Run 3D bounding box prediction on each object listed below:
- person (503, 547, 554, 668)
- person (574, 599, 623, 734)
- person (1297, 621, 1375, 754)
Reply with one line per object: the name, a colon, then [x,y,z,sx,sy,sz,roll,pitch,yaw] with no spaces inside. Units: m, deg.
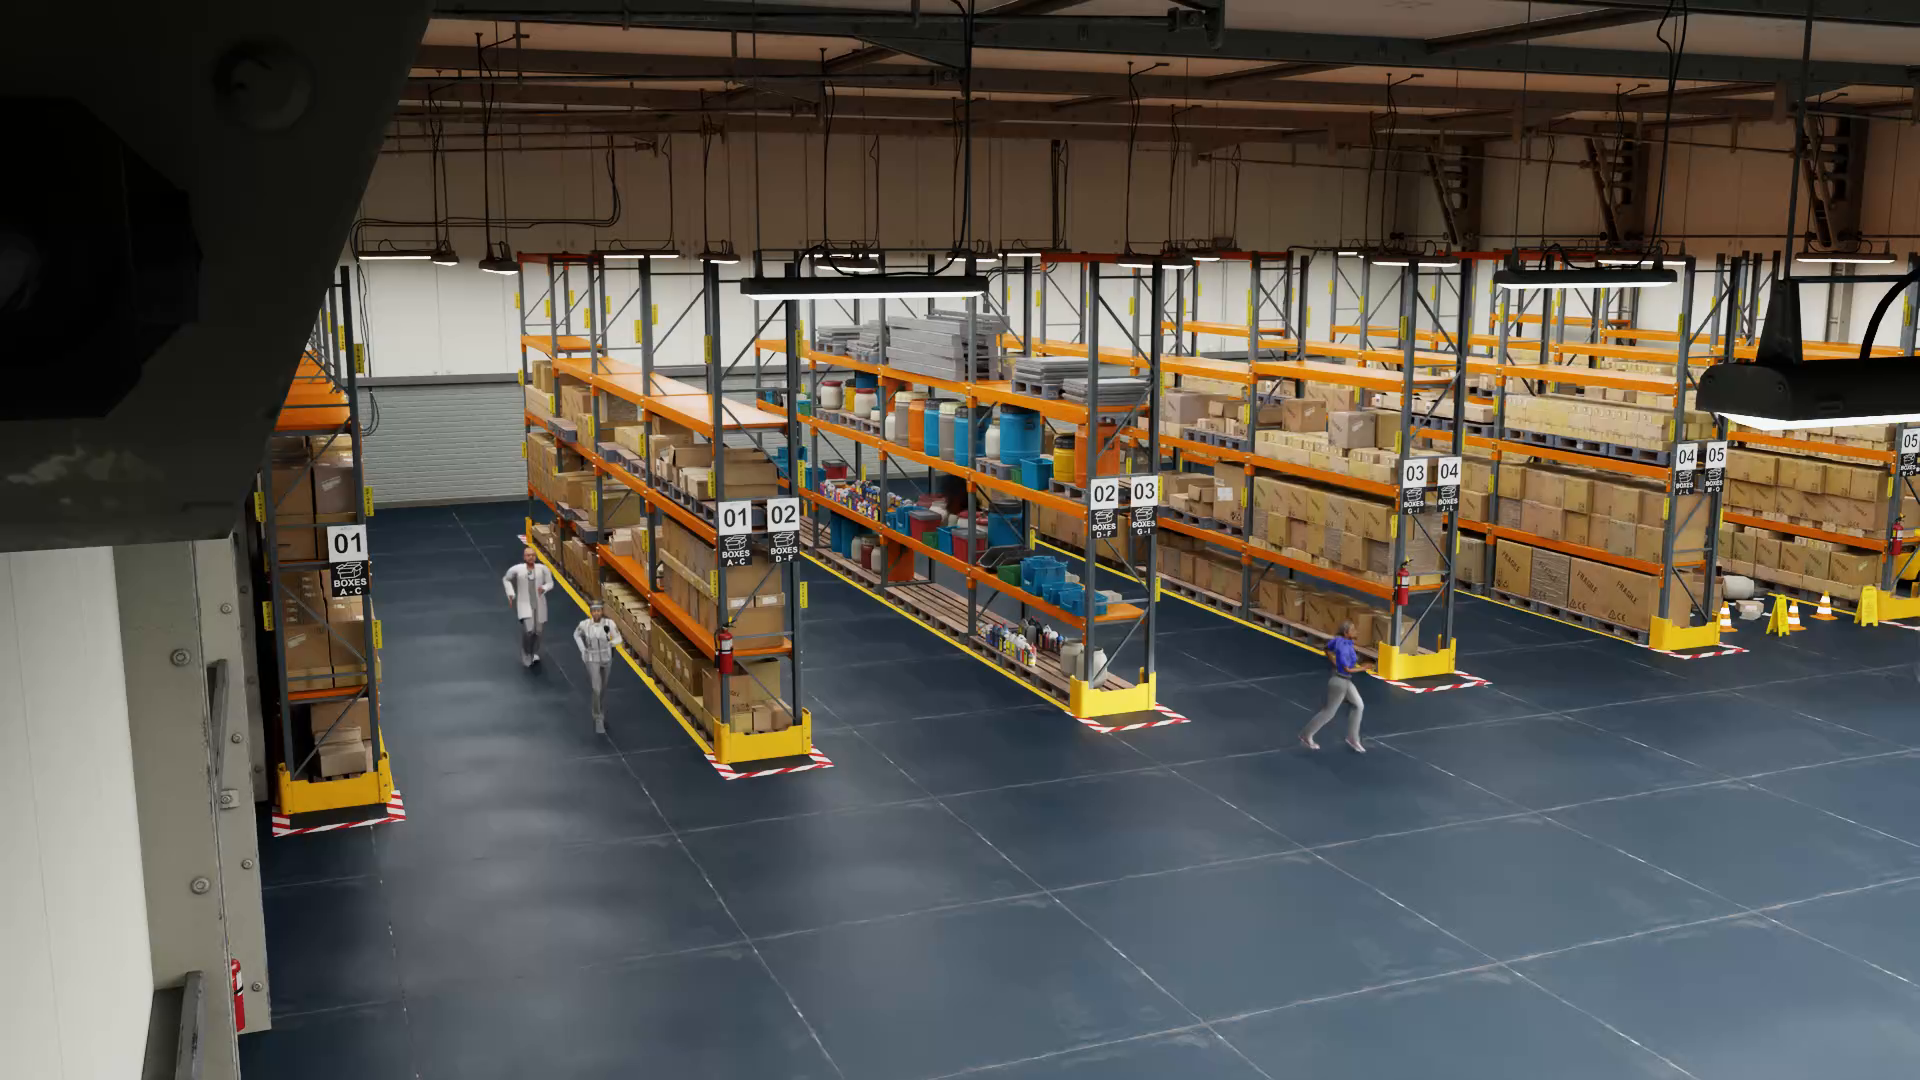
person: [-6.355,1.006,24.674,0.683,1.771,0.748,-6,12,-28]
person: [-4.679,1.603,21.634,0.584,1.754,0.760,-5,11,-24]
person: [4.657,1.819,20.553,0.892,1.704,0.586,3,11,15]
